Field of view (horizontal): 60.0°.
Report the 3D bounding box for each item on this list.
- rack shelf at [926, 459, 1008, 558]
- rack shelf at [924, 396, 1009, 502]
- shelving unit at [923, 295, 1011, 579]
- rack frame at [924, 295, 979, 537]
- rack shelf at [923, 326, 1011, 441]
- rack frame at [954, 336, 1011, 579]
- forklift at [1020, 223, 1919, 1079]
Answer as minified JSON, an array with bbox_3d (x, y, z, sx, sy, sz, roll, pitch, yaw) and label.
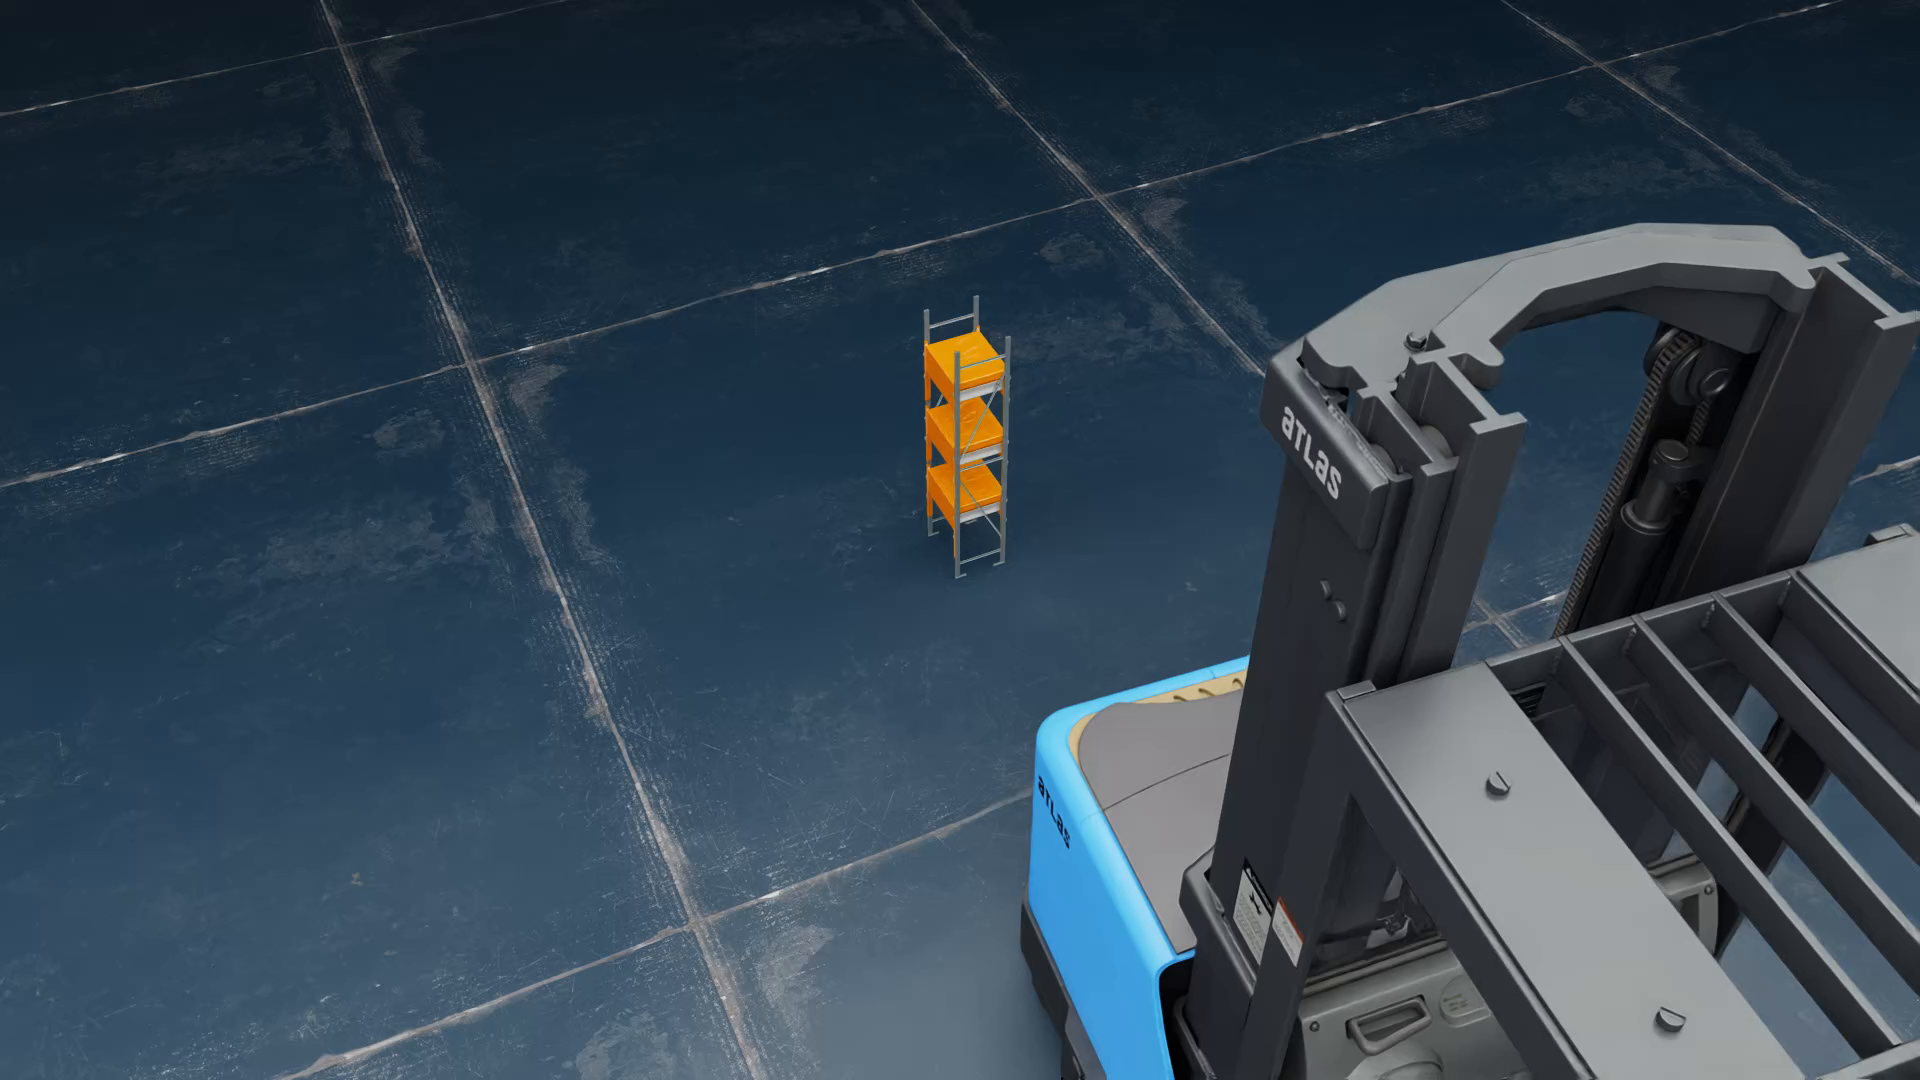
[{"bbox_3d":[0.022,-0.134,6.049,0.215,0.259,0.240,-18,47,-17],"label":"rack shelf"},{"bbox_3d":[0.022,-0.332,5.854,0.215,0.259,0.240,-18,47,-17],"label":"rack shelf"},{"bbox_3d":[0.022,-0.340,5.847,0.215,1.050,0.252,-18,47,-17],"label":"shelving unit"},{"bbox_3d":[-0.029,-0.417,5.925,0.200,1.050,0.008,-18,47,-17],"label":"rack frame"},{"bbox_3d":[0.022,-0.534,5.655,0.215,0.259,0.240,-18,47,-17],"label":"rack shelf"},{"bbox_3d":[0.074,-0.262,5.768,0.200,1.050,0.008,-18,47,-17],"label":"rack frame"},{"bbox_3d":[1.156,1.031,3.118,1.130,2.935,3.031,-14,46,-14],"label":"forklift"}]
